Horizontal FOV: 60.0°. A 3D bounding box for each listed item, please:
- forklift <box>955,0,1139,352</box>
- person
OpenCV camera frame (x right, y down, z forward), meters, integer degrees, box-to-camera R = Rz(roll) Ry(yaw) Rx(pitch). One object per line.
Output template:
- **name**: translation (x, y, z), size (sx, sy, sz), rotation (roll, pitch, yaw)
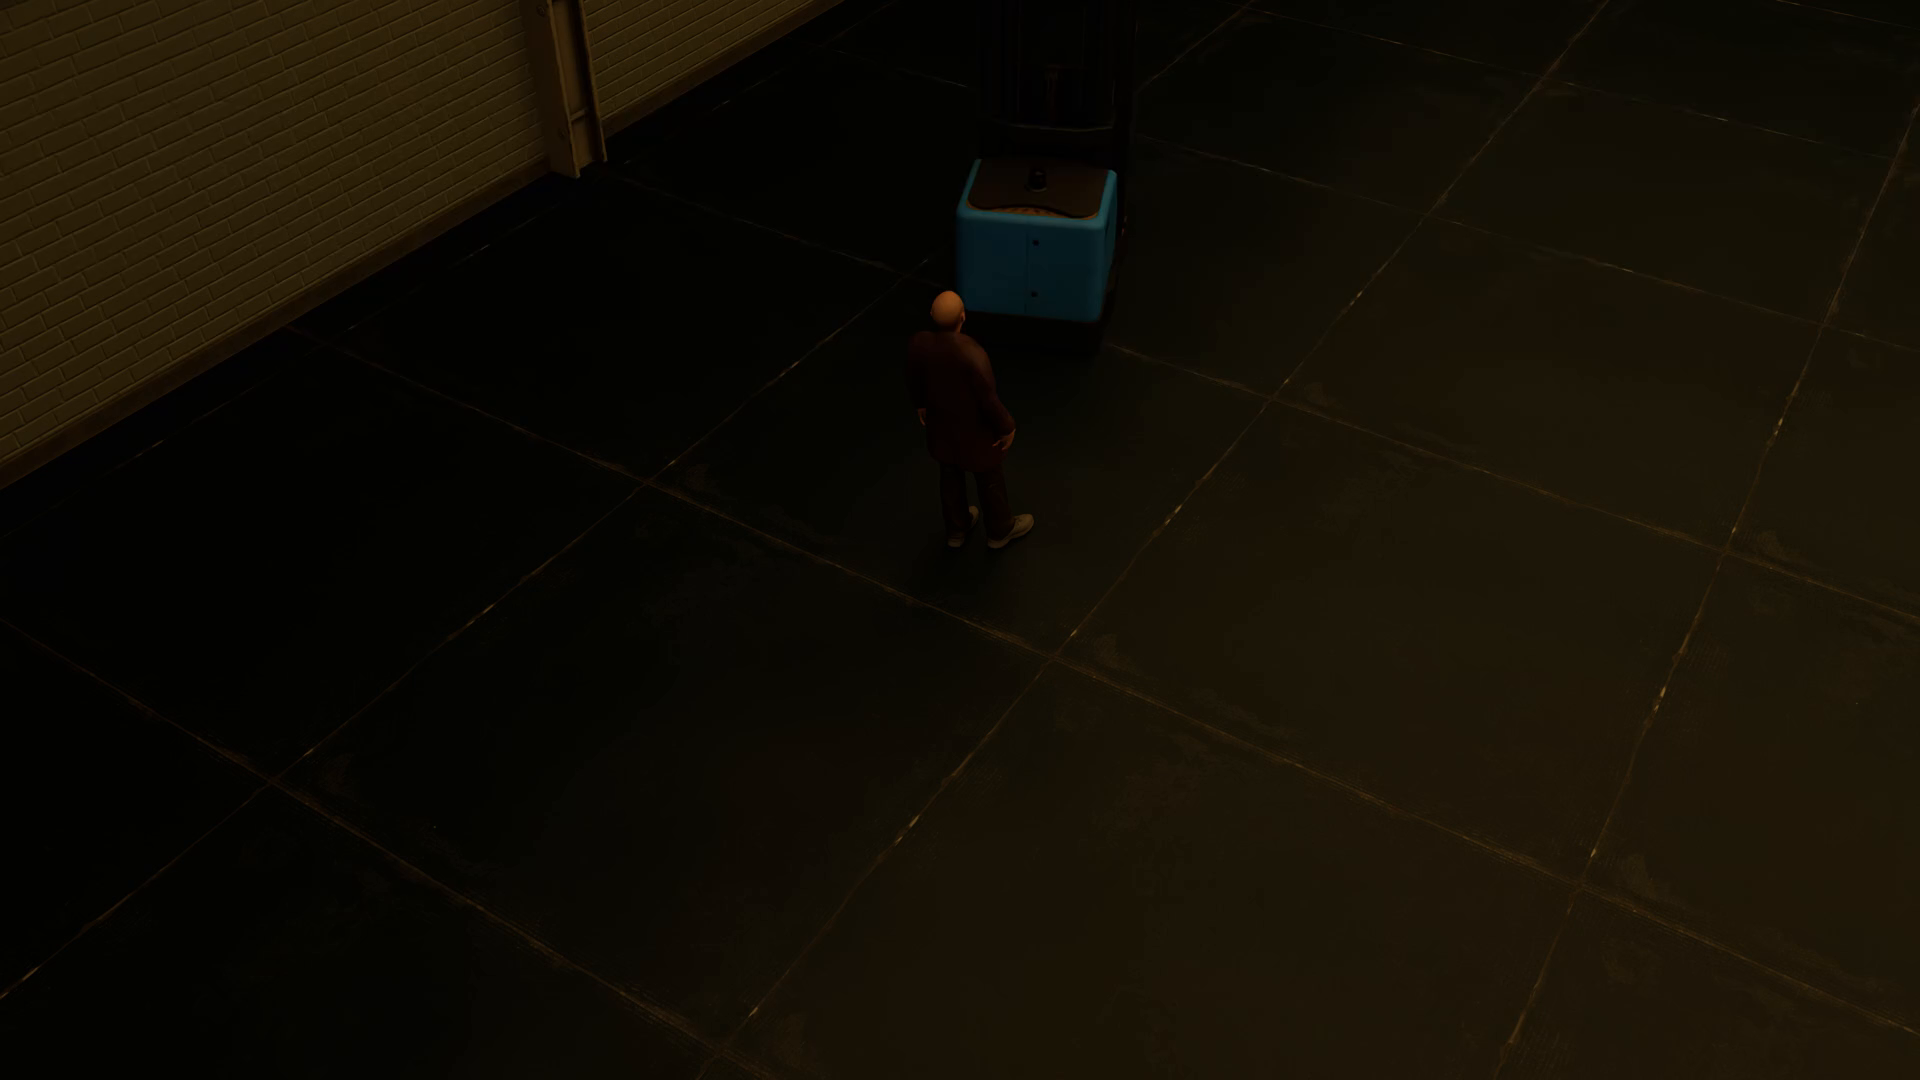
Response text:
- **forklift**: translation (0.725, -3.399, 11.978), size (1.130, 2.935, 3.031), rotation (7, 41, 8)
- **person**: translation (0.052, -0.733, 9.712), size (0.698, 1.777, 0.579), rotation (22, 45, 24)
